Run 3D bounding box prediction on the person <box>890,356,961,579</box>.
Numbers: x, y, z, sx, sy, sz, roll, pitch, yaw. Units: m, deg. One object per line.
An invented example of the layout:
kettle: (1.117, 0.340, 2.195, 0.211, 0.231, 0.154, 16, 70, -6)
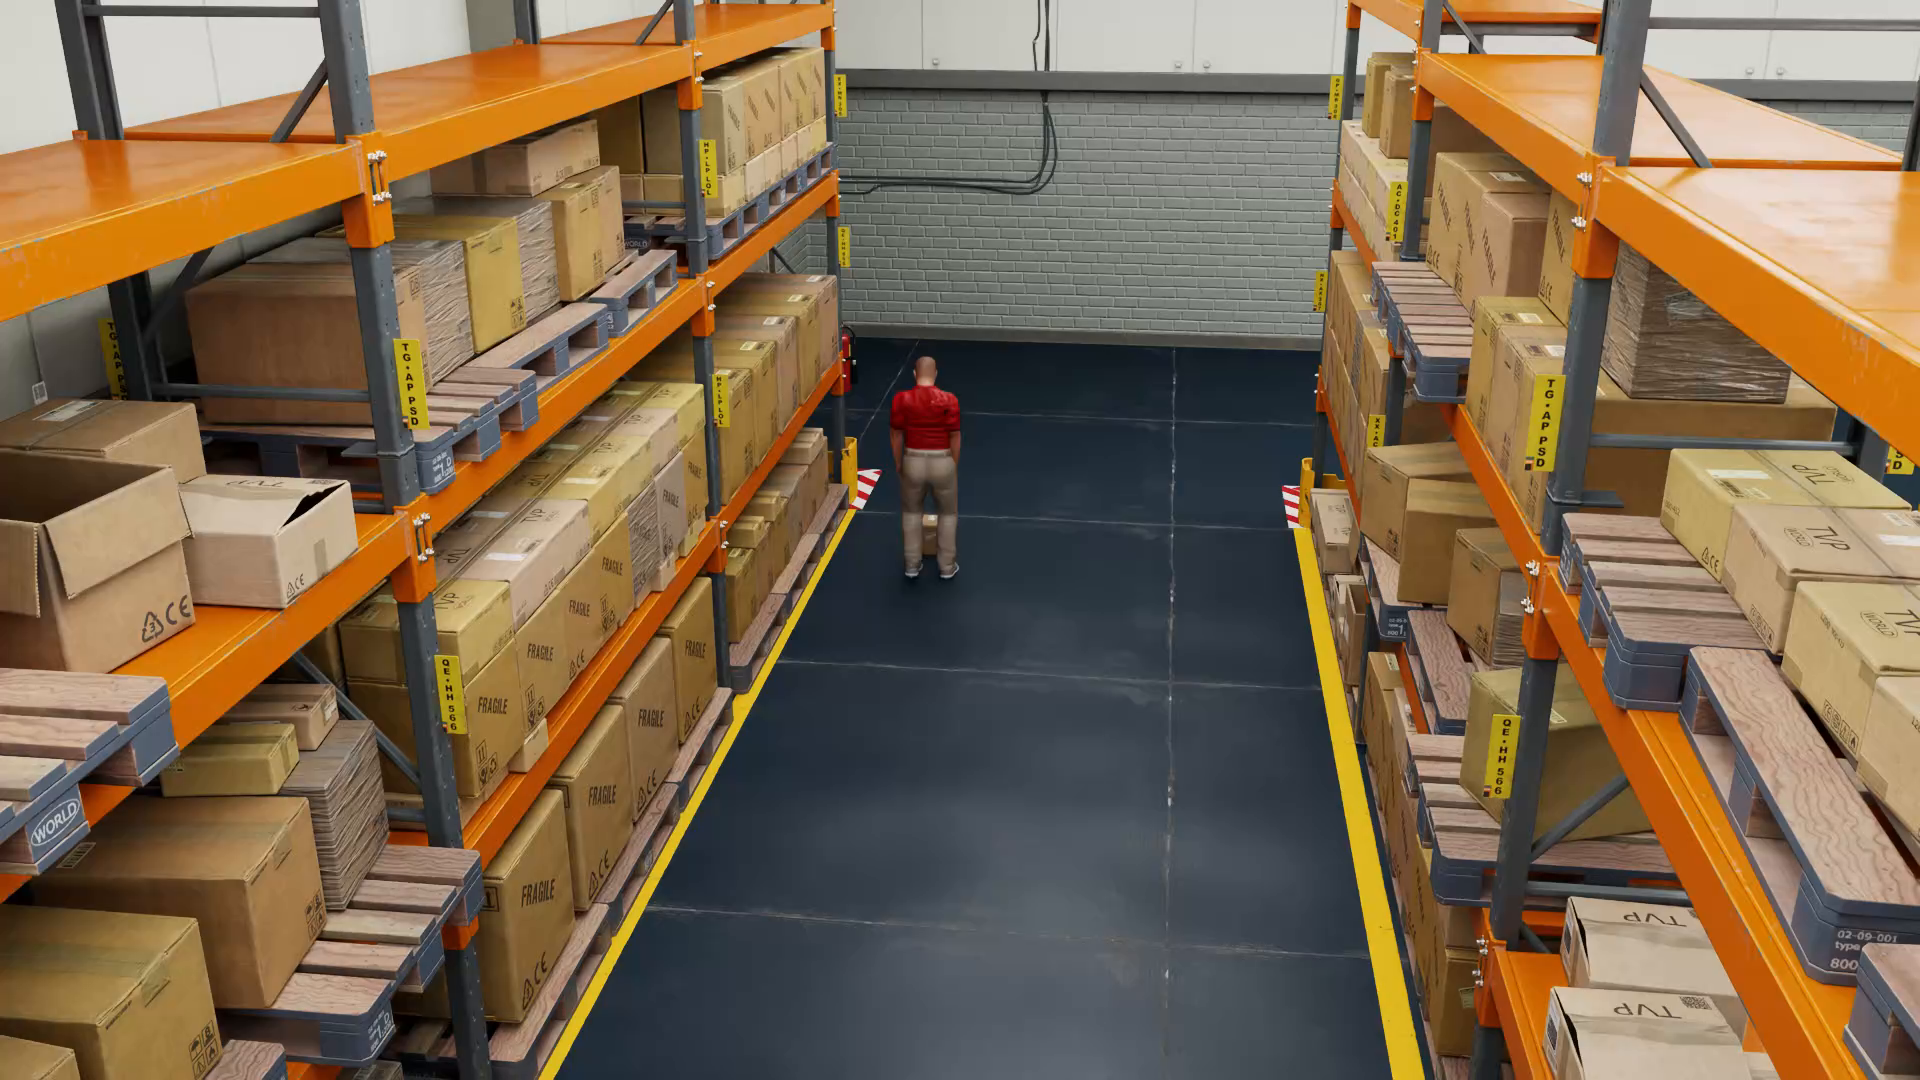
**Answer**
person: (-0.253, -0.544, 12.556, 0.538, 1.712, 0.343, 3, 21, 8)
